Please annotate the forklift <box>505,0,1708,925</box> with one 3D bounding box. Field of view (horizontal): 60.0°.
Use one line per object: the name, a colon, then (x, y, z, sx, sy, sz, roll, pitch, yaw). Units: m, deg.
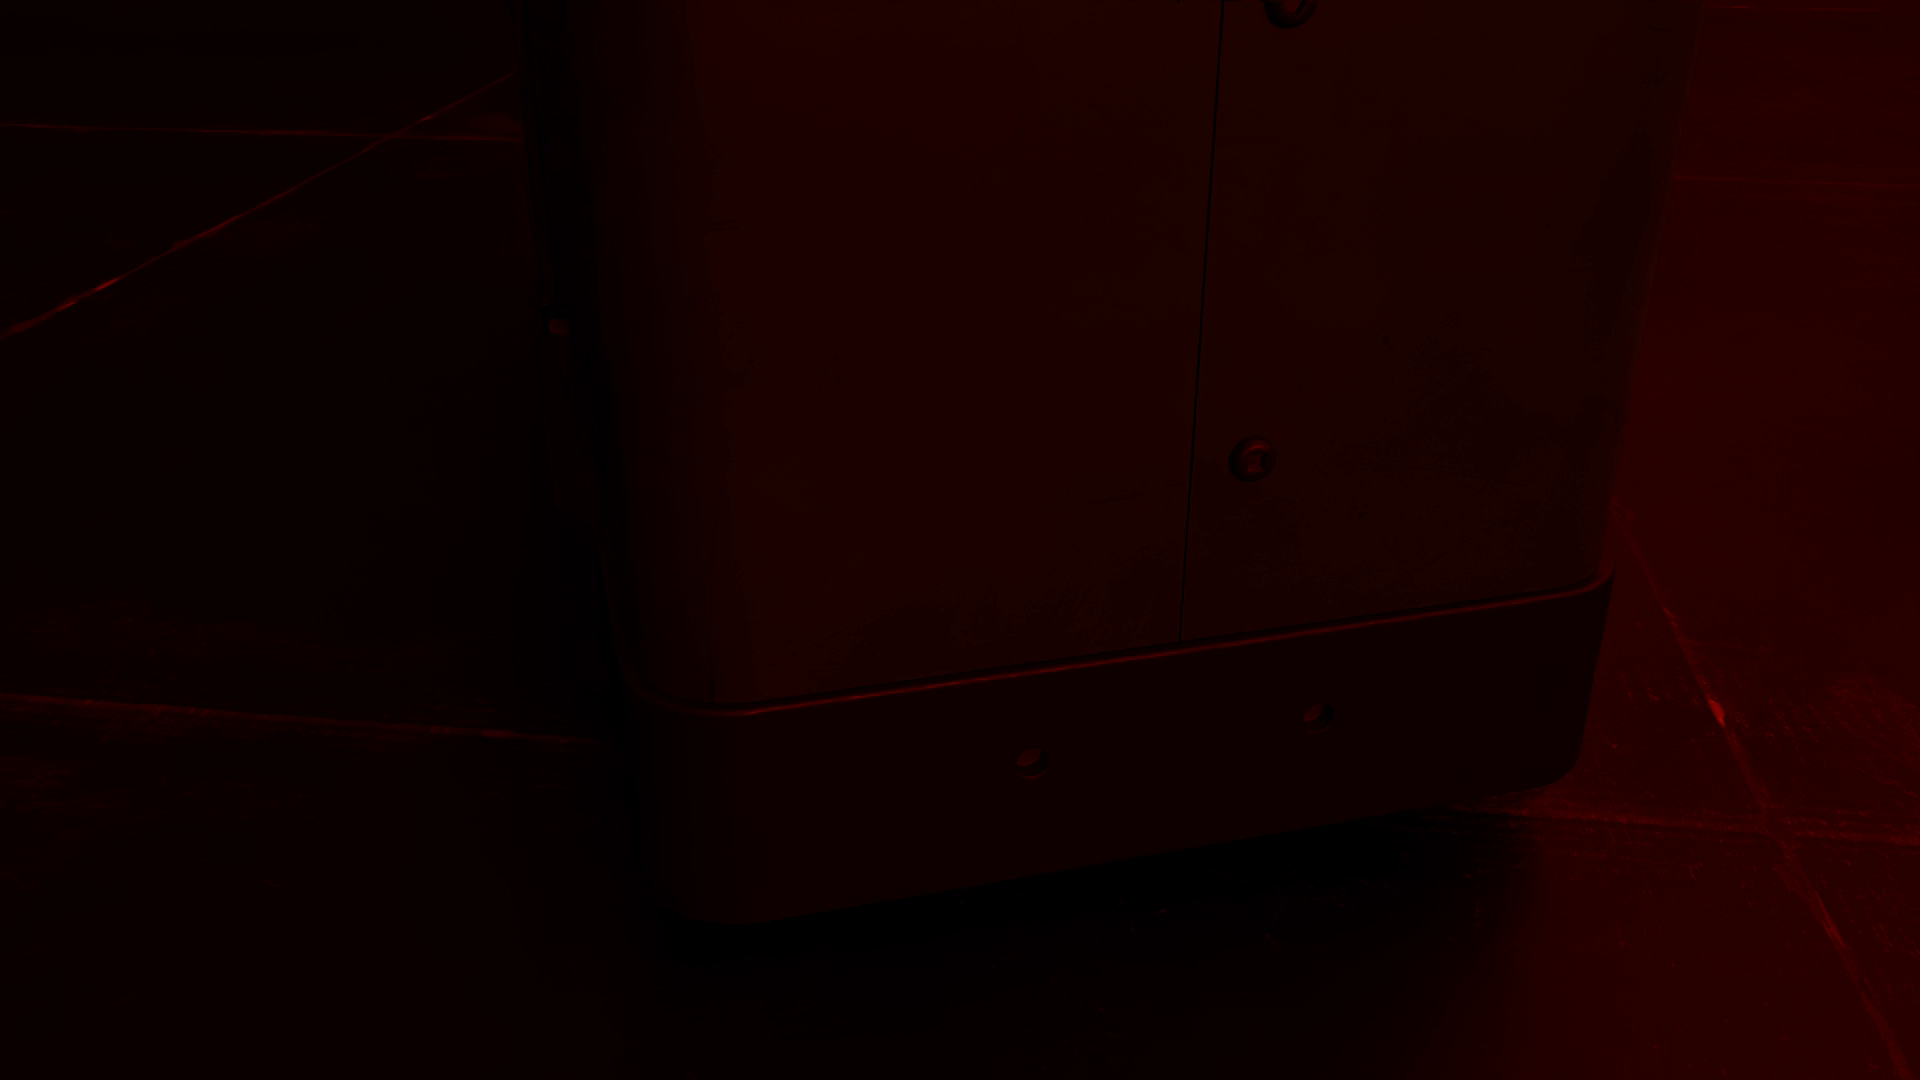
forklift: (-0.185, -1.580, 2.384, 1.130, 2.935, 3.031, -7, 27, -14)
